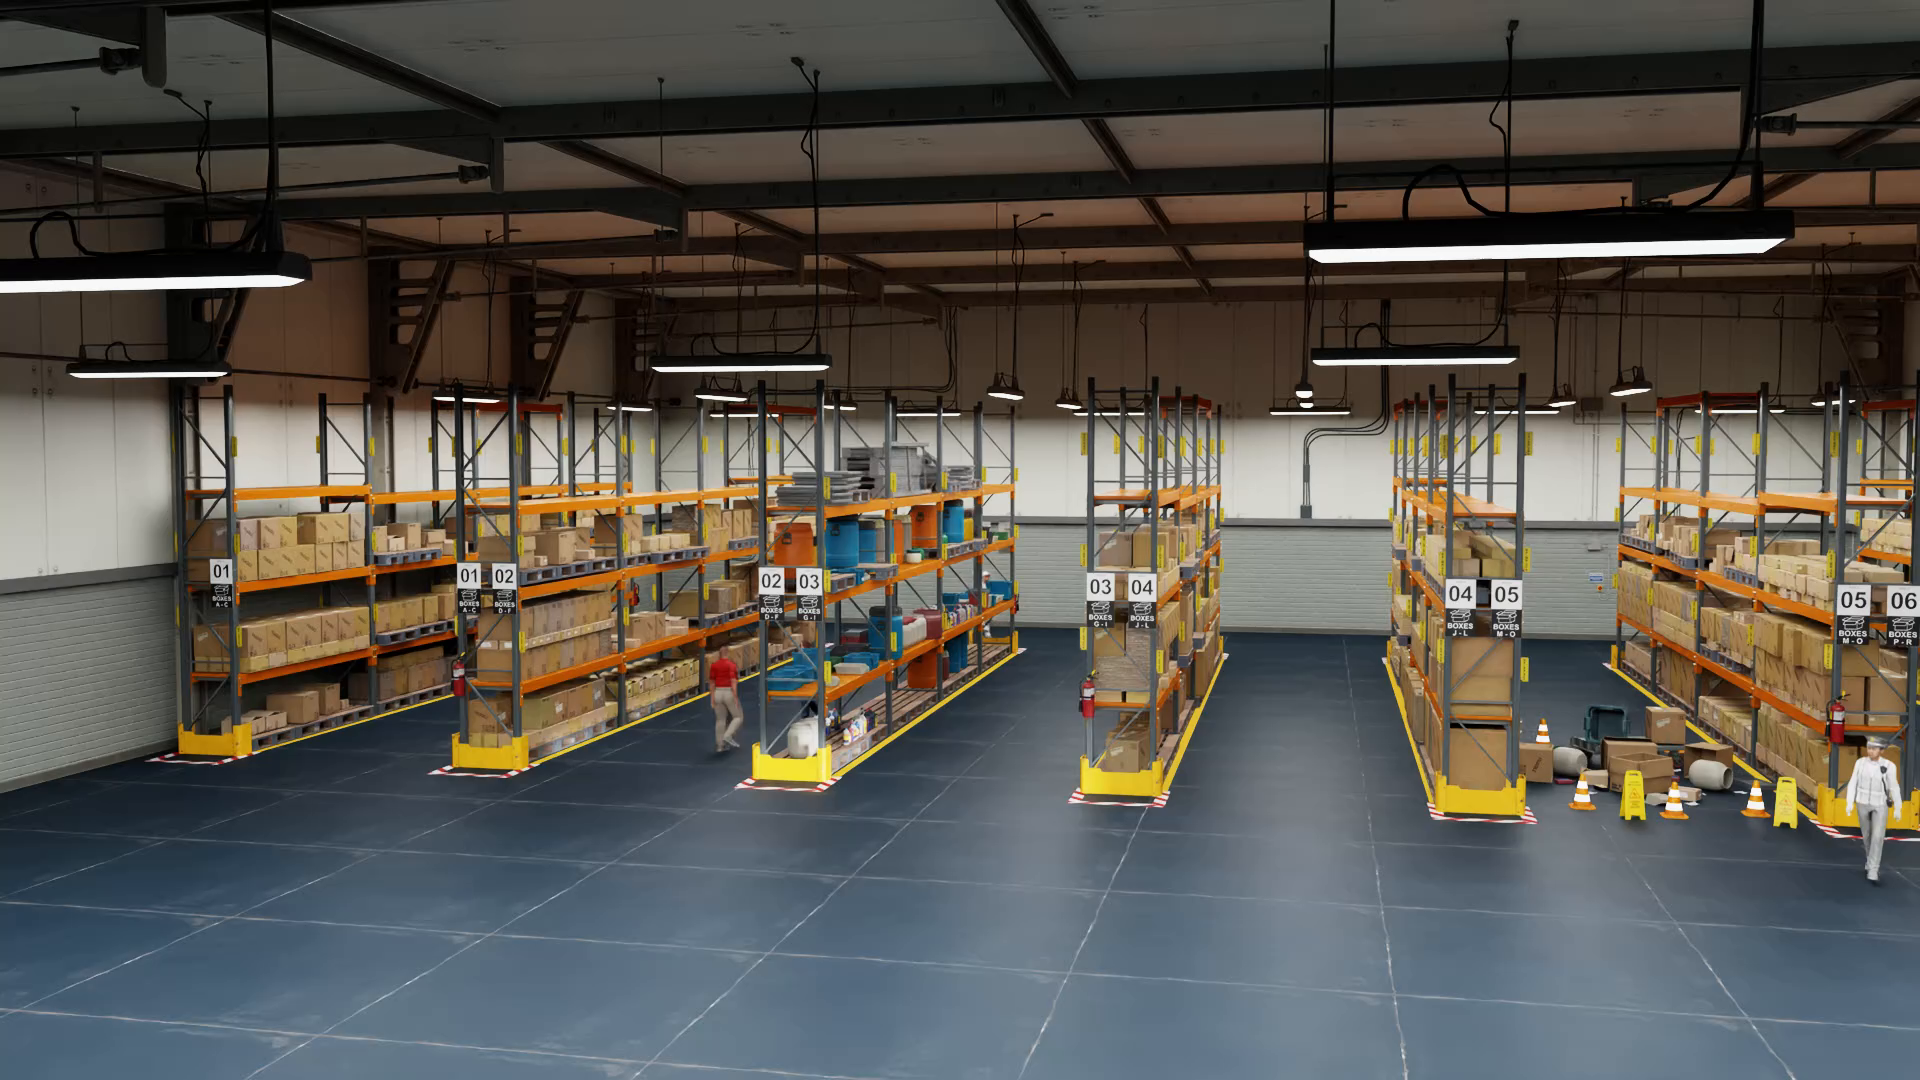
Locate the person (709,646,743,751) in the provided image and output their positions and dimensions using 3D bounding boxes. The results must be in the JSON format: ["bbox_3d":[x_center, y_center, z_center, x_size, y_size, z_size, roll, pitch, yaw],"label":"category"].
[{"bbox_3d":[-3.869,2.608,27.319,0.595,1.716,0.495,1,3,20],"label":"person"}]

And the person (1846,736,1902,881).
[{"bbox_3d":[10.578,3.086,19.308,0.954,1.630,0.536,-3,4,-44],"label":"person"}]

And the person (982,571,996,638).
[{"bbox_3d":[0.692,1.681,43.290,0.544,1.774,0.715,-2,4,-35],"label":"person"}]

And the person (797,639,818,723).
[{"bbox_3d":[-2.730,2.556,29.991,0.775,1.544,0.461,-3,4,-39],"label":"person"}]
